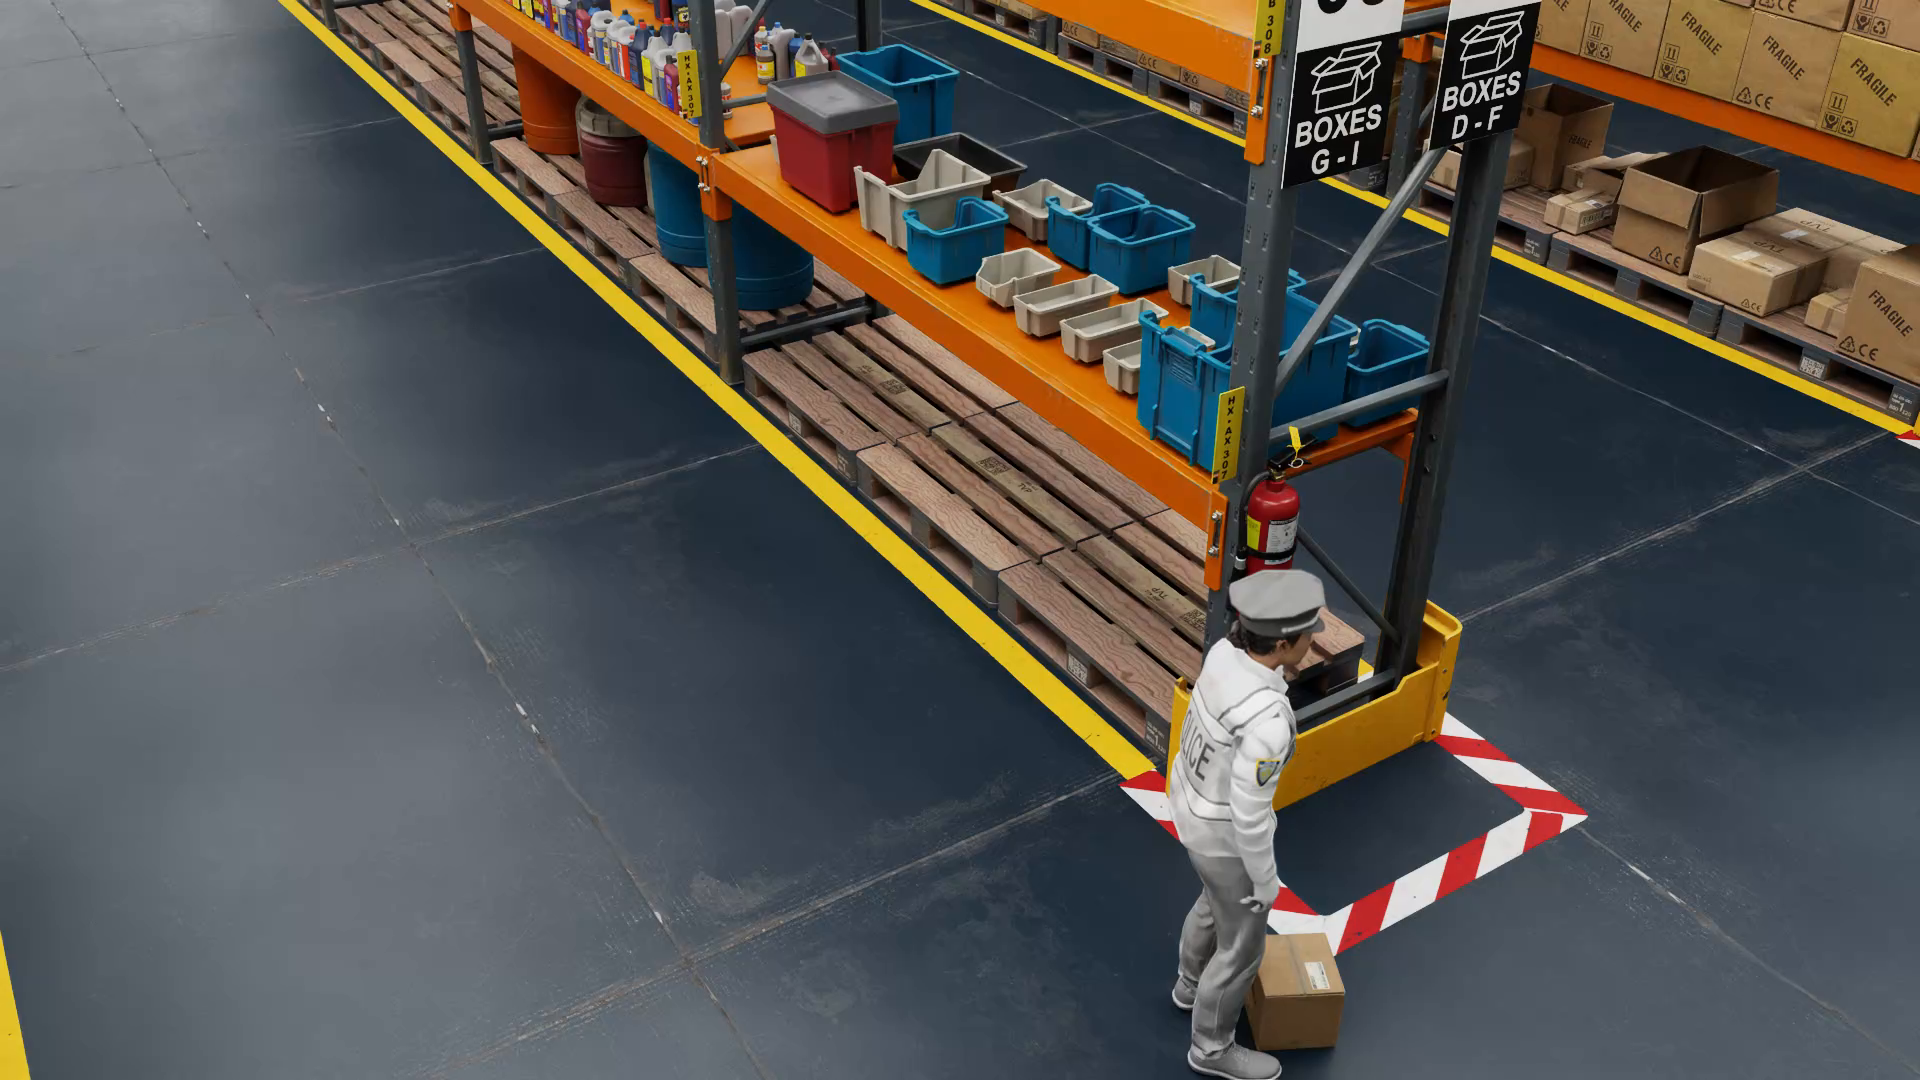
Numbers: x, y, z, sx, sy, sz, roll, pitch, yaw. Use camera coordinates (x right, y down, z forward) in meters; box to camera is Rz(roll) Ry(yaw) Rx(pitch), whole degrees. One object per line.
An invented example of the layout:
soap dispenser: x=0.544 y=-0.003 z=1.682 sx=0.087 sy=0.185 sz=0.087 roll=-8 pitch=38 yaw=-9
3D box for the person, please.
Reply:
person: x=0.802 y=0.834 z=4.842 sx=0.375 sy=1.662 sz=0.541 roll=-3 pitch=33 yaw=-5
